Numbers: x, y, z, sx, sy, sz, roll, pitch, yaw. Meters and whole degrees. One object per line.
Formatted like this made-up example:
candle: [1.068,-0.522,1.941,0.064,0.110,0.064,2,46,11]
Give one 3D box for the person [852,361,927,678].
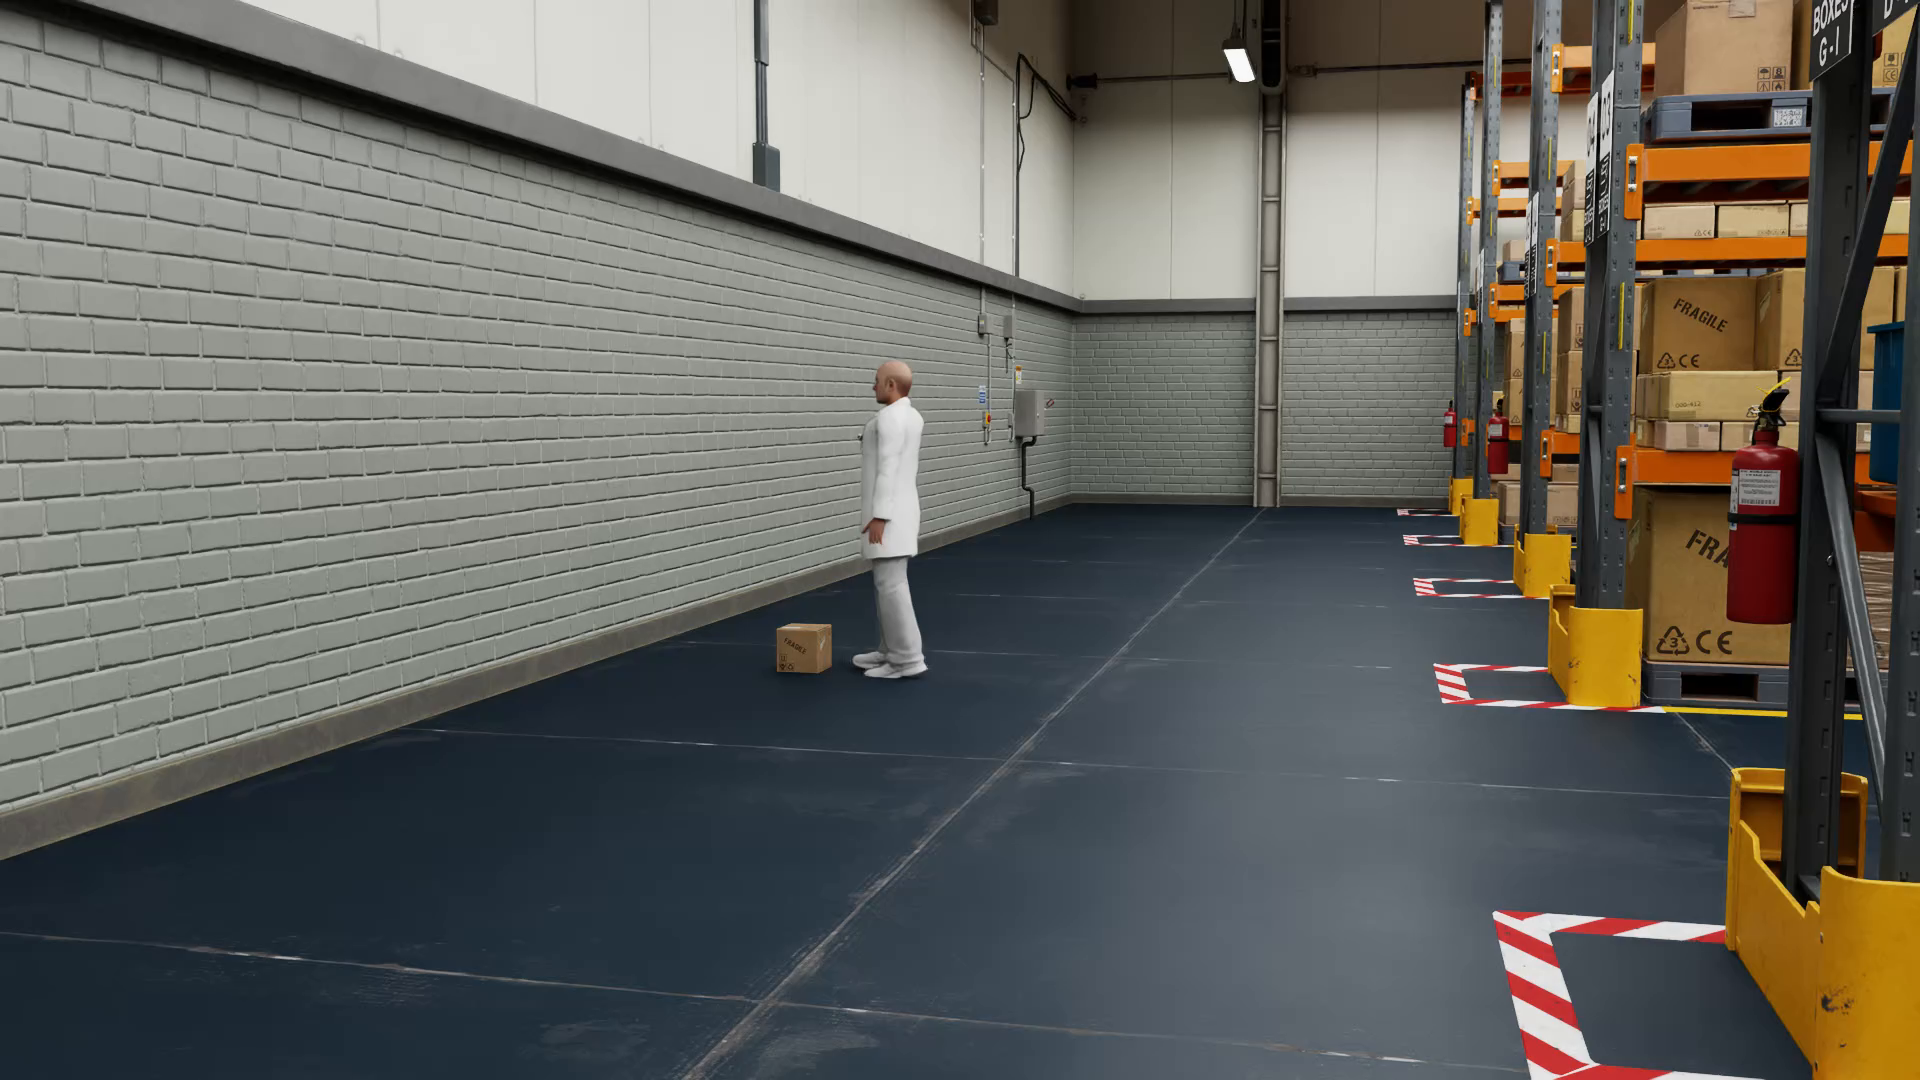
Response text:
person: [-0.409,-0.109,9.451,0.519,1.811,0.574,1,5,15]
